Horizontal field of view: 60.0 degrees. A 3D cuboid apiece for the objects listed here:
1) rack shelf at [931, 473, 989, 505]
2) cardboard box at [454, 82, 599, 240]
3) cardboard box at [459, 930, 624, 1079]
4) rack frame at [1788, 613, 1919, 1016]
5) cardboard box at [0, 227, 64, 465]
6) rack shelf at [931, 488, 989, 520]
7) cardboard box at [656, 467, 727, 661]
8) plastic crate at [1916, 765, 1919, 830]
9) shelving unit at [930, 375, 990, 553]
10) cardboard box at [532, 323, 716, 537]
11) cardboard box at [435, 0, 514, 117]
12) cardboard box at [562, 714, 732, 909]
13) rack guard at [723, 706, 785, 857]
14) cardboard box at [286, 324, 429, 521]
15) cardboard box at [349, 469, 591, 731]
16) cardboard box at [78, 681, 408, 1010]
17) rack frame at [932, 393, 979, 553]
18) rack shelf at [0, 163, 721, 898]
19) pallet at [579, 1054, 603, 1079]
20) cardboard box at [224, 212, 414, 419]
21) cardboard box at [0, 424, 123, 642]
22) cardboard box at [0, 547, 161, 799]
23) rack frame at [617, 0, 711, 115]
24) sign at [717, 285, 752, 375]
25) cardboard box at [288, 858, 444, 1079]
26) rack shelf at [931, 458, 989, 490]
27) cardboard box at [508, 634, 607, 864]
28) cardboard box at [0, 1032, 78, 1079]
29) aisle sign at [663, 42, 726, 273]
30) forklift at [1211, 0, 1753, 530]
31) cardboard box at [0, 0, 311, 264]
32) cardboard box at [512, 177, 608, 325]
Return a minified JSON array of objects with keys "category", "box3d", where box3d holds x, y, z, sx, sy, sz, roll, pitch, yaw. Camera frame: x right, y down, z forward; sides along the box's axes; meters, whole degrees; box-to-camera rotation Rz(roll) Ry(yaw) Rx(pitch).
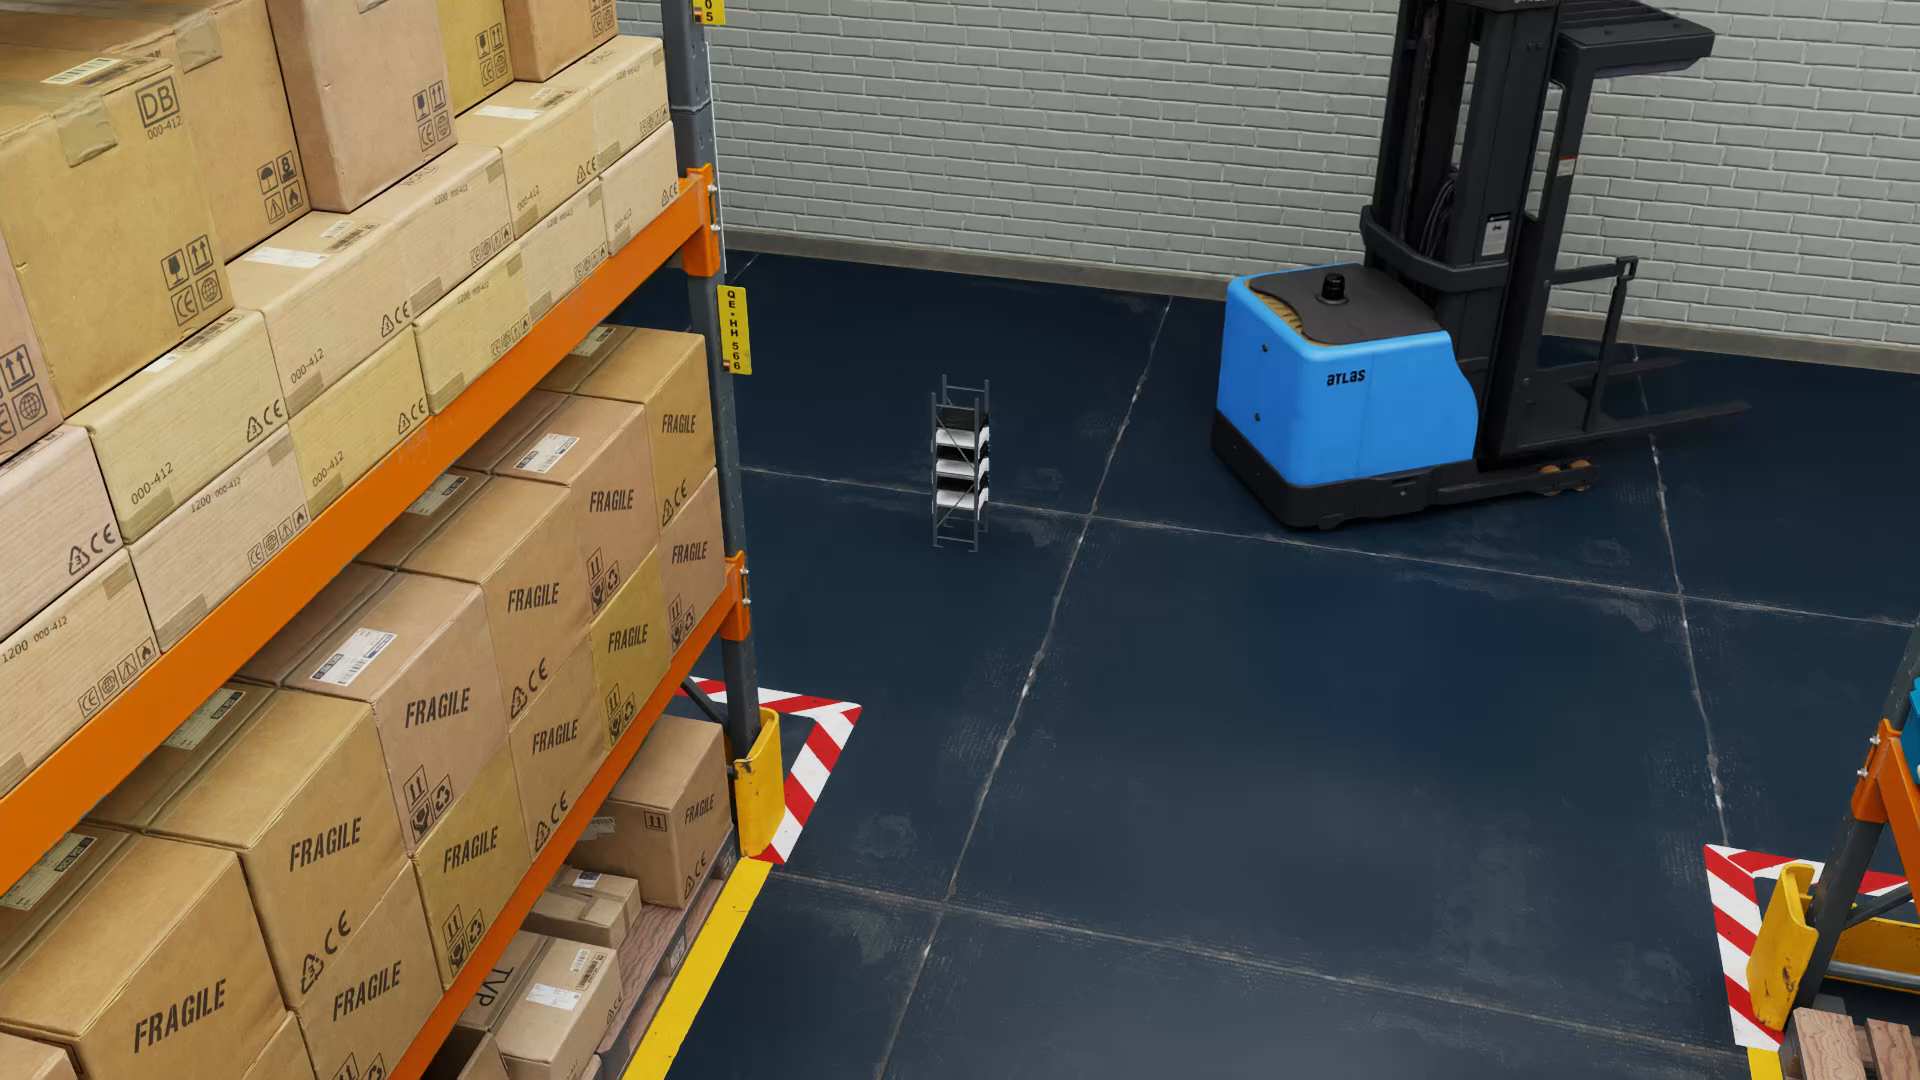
[{"category":"rack shelf","box3d":[0.002,-0.280,8.581,0.258,0.077,0.200,8,33,12]},{"category":"cardboard box","box3d":[-1.316,-1.036,4.461,0.500,0.250,0.500,8,33,12]},{"category":"cardboard box","box3d":[-1.476,1.596,5.596,0.500,0.250,0.500,8,33,12]},{"category":"rack frame","box3d":[3.484,0.493,5.178,1.000,3.000,0.127,8,33,12]},{"category":"cardboard box","box3d":[-1.971,-0.335,2.660,0.700,0.500,0.500,8,33,12]},{"category":"rack shelf","box3d":[0.002,-0.204,8.630,0.258,0.077,0.200,8,33,12]},{"category":"cardboard box","box3d":[-1.156,0.044,5.791,0.500,0.500,0.500,9,34,14]},{"category":"plastic crate","box3d":[2.942,0.818,4.858,0.250,0.136,0.298,8,33,12]},{"category":"shelving unit","box3d":[0.002,-0.384,8.515,0.258,0.900,0.210,8,33,12]},{"category":"cardboard box","box3d":[-1.153,-0.379,5.525,0.500,0.500,0.500,8,33,12]},{"category":"cardboard box","box3d":[-1.629,-1.396,4.329,0.700,0.500,0.500,8,33,12]},{"category":"cardboard box","box3d":[-1.206,1.002,6.298,0.500,0.500,0.500,8,33,12]},{"category":"rack guard","box3d":[-1.325,0.911,6.851,1.175,0.500,0.348,8,33,12]},{"category":"cardboard box","box3d":[-1.576,-0.307,3.780,0.500,0.250,0.500,8,33,12]},{"category":"cardboard box","box3d":[-1.407,0.153,4.688,0.500,0.500,0.500,9,34,14]},{"category":"cardboard box","box3d":[-1.668,0.688,3.847,0.500,0.500,0.500,7,33,11]},{"category":"rack frame","box3d":[-0.024,-0.331,8.432,0.240,0.900,0.006,8,33,12]},{"category":"rack shelf","box3d":[-1.814,-0.107,3.998,1.077,0.370,4.000,8,33,12]},{"category":"pallet","box3d":[-1.838,2.078,5.284,1.003,0.211,1.213,8,33,12]},{"category":"cardboard box","box3d":[-1.567,-0.516,3.644,0.500,0.250,0.500,8,33,12]},{"category":"cardboard box","box3d":[-1.832,0.001,2.831,0.500,0.250,0.500,8,33,12]},{"category":"cardboard box","box3d":[-1.828,0.213,2.964,0.500,0.250,0.500,8,33,12]},{"category":"rack frame","box3d":[-1.306,-2.715,4.633,1.000,3.000,0.127,8,33,12]},{"category":"sign","box3d":[-0.774,-0.719,5.711,0.100,0.325,0.005,8,33,12]},{"category":"cardboard box","box3d":[-1.672,1.098,4.134,0.500,0.500,0.500,8,33,12]},{"category":"rack shelf","box3d":[0.002,-0.356,8.533,0.258,0.077,0.200,8,33,12]},{"category":"cardboard box","box3d":[-1.417,0.572,4.961,0.500,0.500,0.500,8,33,13]},{"category":"cardboard box","box3d":[-1.929,1.222,3.006,0.500,0.500,0.500,9,34,14]},{"category":"aisle sign","box3d":[-0.992,-1.274,5.535,0.394,0.787,0.004,8,33,12]},{"category":"forklift","box3d":[3.005,-1.739,8.753,3.031,2.935,1.130,-9,34,-15]},{"category":"cardboard box","box3d":[-1.870,-0.876,3.510,0.700,0.500,0.500,8,33,12]},{"category":"cardboard box","box3d":[-1.319,-0.825,4.596,0.500,0.250,0.500,8,33,12]}]
